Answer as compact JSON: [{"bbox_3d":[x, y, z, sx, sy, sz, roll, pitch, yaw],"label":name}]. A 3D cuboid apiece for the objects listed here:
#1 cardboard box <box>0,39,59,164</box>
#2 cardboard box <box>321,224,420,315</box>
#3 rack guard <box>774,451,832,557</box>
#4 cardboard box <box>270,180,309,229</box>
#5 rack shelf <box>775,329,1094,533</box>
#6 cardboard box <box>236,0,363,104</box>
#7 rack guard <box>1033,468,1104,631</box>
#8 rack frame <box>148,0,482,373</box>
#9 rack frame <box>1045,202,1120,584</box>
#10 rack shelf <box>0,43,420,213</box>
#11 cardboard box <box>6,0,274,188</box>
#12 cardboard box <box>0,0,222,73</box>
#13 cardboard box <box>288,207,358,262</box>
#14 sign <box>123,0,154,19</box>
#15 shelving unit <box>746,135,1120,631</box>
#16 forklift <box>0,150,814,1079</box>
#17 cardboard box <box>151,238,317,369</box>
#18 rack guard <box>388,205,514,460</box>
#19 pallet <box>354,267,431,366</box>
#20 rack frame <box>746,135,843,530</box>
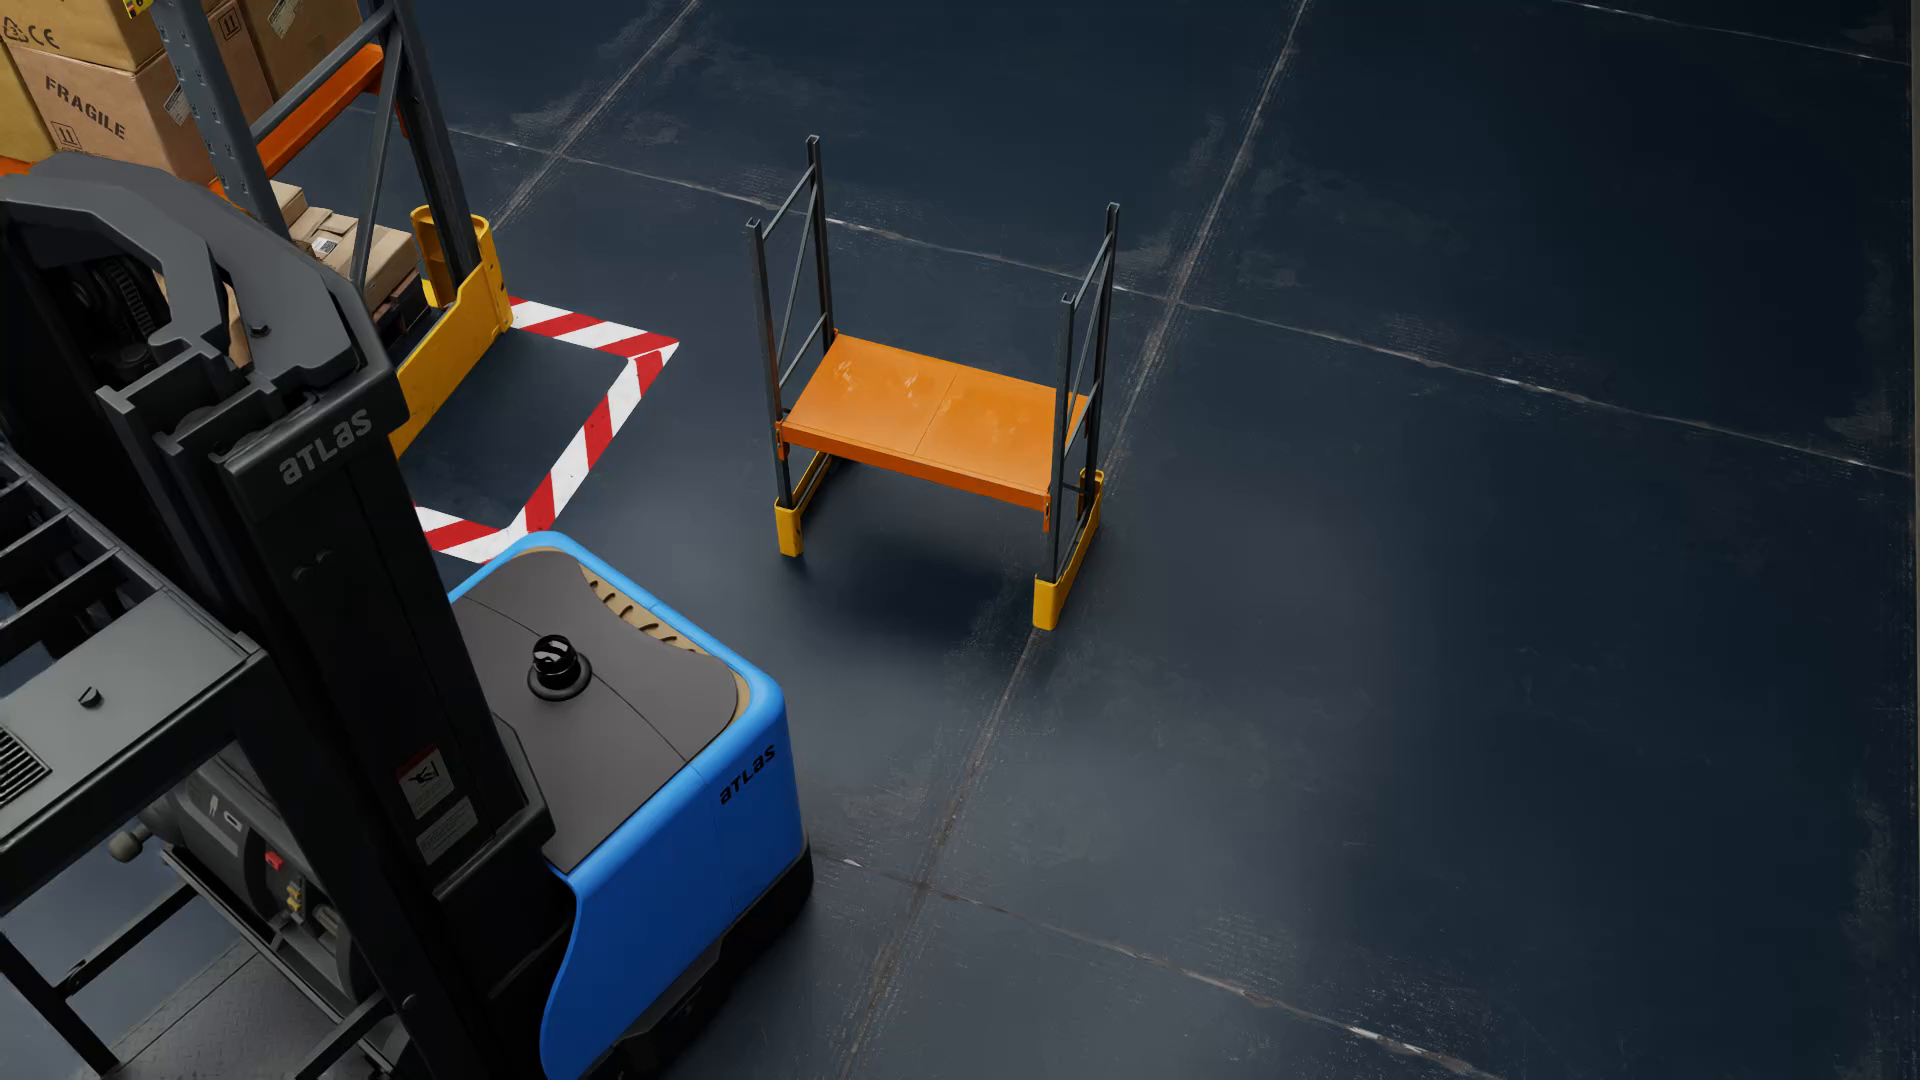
[{"bbox_3d":[-3.171,-1.645,5.624,0.500,0.500,0.500,16,51,13],"label":"cardboard box"},{"bbox_3d":[-2.442,-1.118,6.829,0.250,0.149,0.380,16,51,13],"label":"cardboard box"},{"bbox_3d":[-0.539,-0.232,6.286,0.087,0.250,0.587,16,51,13],"label":"rack guard"},{"bbox_3d":[-3.049,-1.272,6.896,0.500,0.250,0.500,16,51,13],"label":"cardboard box"},{"bbox_3d":[-0.080,-0.396,5.839,1.000,0.185,0.538,16,51,13],"label":"rack shelf"},{"bbox_3d":[-2.493,-1.890,5.837,0.500,0.500,0.500,17,51,14],"label":"cardboard box"},{"bbox_3d":[0.396,0.029,6.060,0.087,0.250,0.587,16,51,13],"label":"rack guard"},{"bbox_3d":[-2.169,-1.554,5.612,0.127,3.000,1.000,16,51,13],"label":"rack frame"},{"bbox_3d":[0.397,-0.380,5.587,0.032,1.500,0.500,16,51,13],"label":"rack frame"},{"bbox_3d":[-4.045,-1.842,6.338,4.000,0.370,1.077,16,51,13],"label":"rack shelf"},{"bbox_3d":[-2.683,-1.511,5.509,0.500,0.500,0.500,17,51,14],"label":"cardboard box"},{"bbox_3d":[-2.681,-1.836,5.128,0.500,0.500,0.500,15,51,13],"label":"cardboard box"},{"bbox_3d":[-2.677,-1.189,6.879,0.250,0.166,0.380,16,51,13],"label":"cardboard box"},{"bbox_3d":[-2.380,-1.649,4.719,0.005,0.325,0.100,16,51,13],"label":"sign"},{"bbox_3d":[-0.072,-0.511,5.701,1.083,1.500,0.587,16,51,13],"label":"shelving unit"},{"bbox_3d":[-1.775,0.786,3.629,1.130,2.935,3.031,31,56,24],"label":"forklift"},{"bbox_3d":[-2.764,-0.847,6.362,0.500,0.500,0.500,16,51,13],"label":"cardboard box"},{"bbox_3d":[-2.240,-0.755,6.574,0.348,0.500,1.175,16,51,13],"label":"rack guard"},{"bbox_3d":[-2.988,-0.869,6.863,1.213,0.211,1.003,16,51,13],"label":"pallet"},{"bbox_3d":[-0.557,-0.647,5.818,0.032,1.500,0.500,16,51,13],"label":"rack frame"}]
